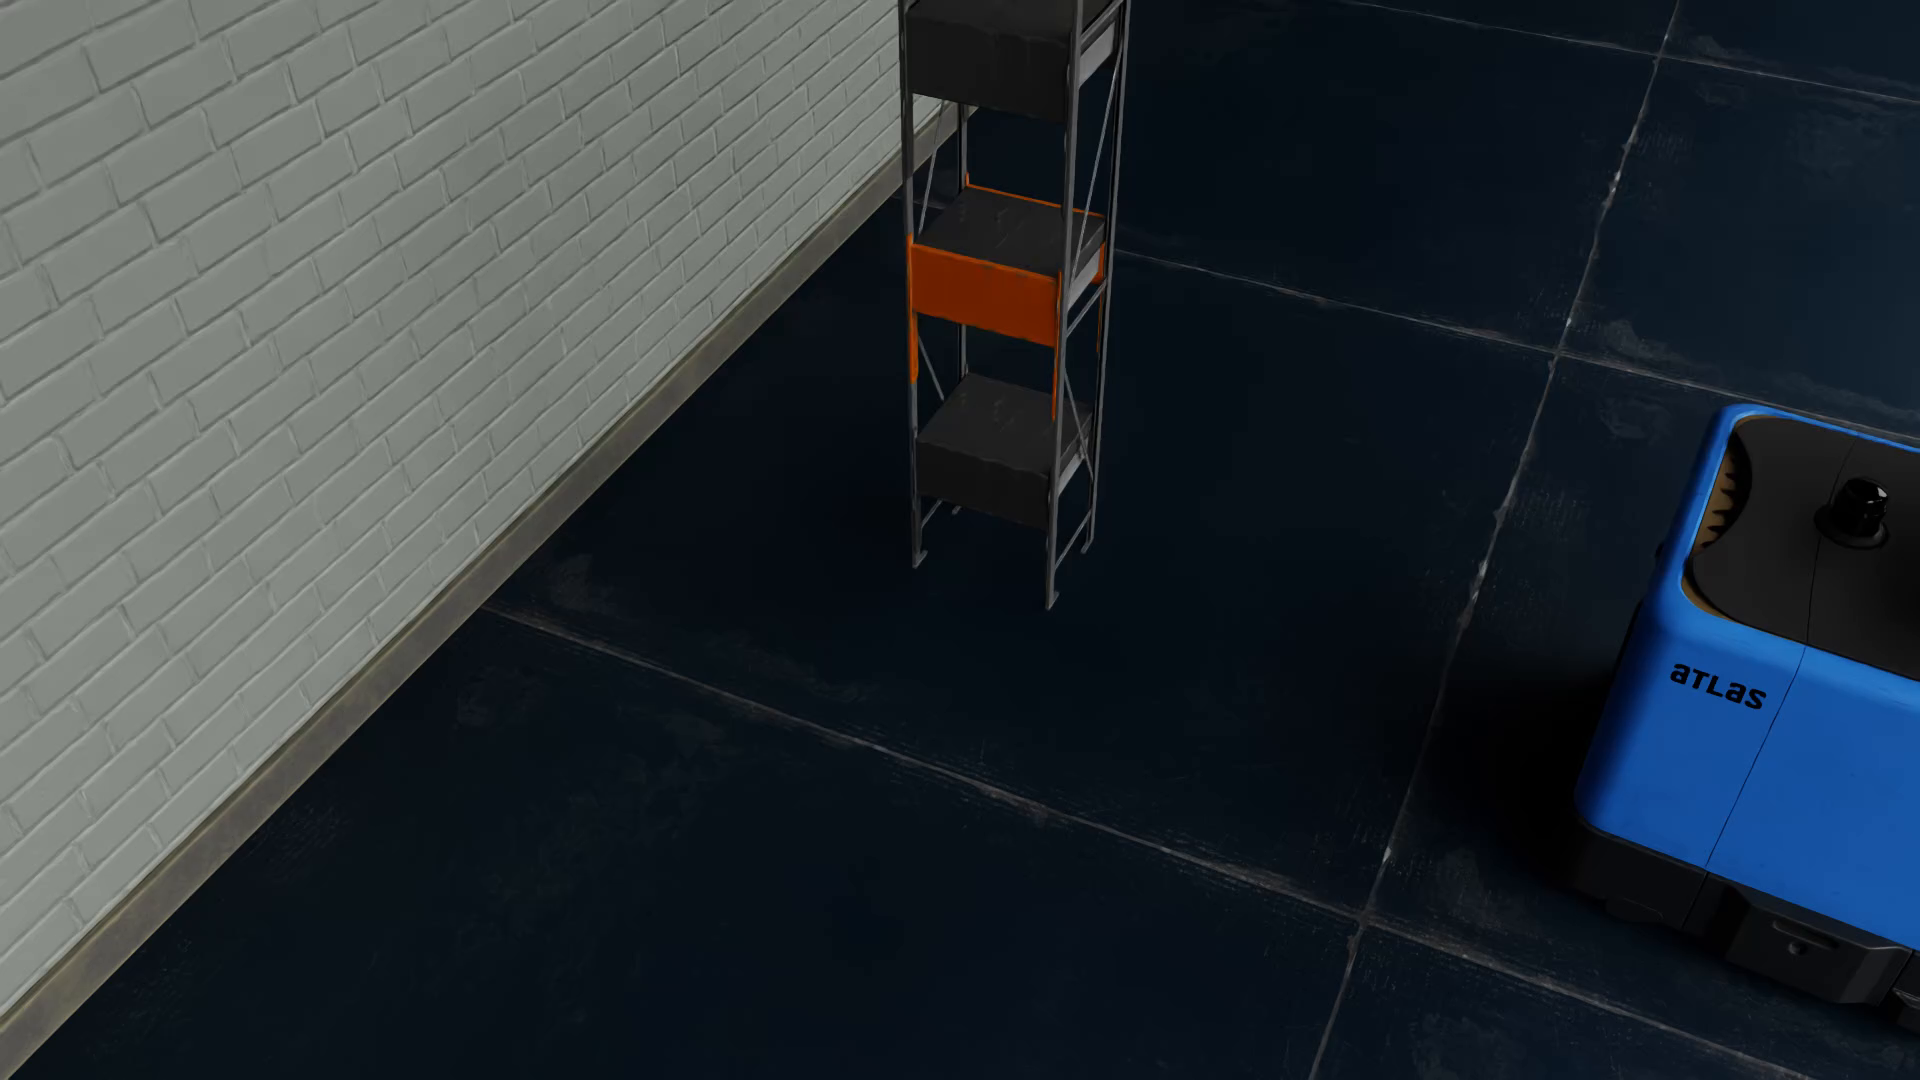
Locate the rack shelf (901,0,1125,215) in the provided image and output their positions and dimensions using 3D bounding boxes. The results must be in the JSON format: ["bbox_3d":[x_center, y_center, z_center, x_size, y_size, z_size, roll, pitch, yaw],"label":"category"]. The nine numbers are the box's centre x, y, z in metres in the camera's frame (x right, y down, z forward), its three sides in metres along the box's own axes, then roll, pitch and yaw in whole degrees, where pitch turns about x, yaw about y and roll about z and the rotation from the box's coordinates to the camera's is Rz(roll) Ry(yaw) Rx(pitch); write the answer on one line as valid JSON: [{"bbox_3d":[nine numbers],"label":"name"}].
[{"bbox_3d":[0.150,-1.266,4.560,0.480,0.518,0.431,17,44,19],"label":"rack shelf"}]

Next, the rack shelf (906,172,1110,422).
[{"bbox_3d":[0.150,-0.737,5.018,0.480,0.518,0.431,17,44,19],"label":"rack shelf"}]

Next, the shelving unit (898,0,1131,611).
[{"bbox_3d":[0.150,-0.748,5.009,0.503,2.100,0.431,17,44,19],"label":"shelving unit"}]

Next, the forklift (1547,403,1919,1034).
[{"bbox_3d":[3.169,0.053,3.451,3.031,2.935,1.130,20,45,22],"label":"forklift"}]

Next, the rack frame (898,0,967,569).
[{"bbox_3d":[-0.071,-0.815,5.087,0.015,2.100,0.400,17,44,19],"label":"rack frame"}]

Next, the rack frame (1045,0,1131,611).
[{"bbox_3d":[0.371,-0.680,4.931,0.015,2.100,0.400,17,44,19],"label":"rack frame"}]

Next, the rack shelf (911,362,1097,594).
[{"bbox_3d":[0.150,-0.208,5.477,0.480,0.518,0.431,17,44,19],"label":"rack shelf"}]
